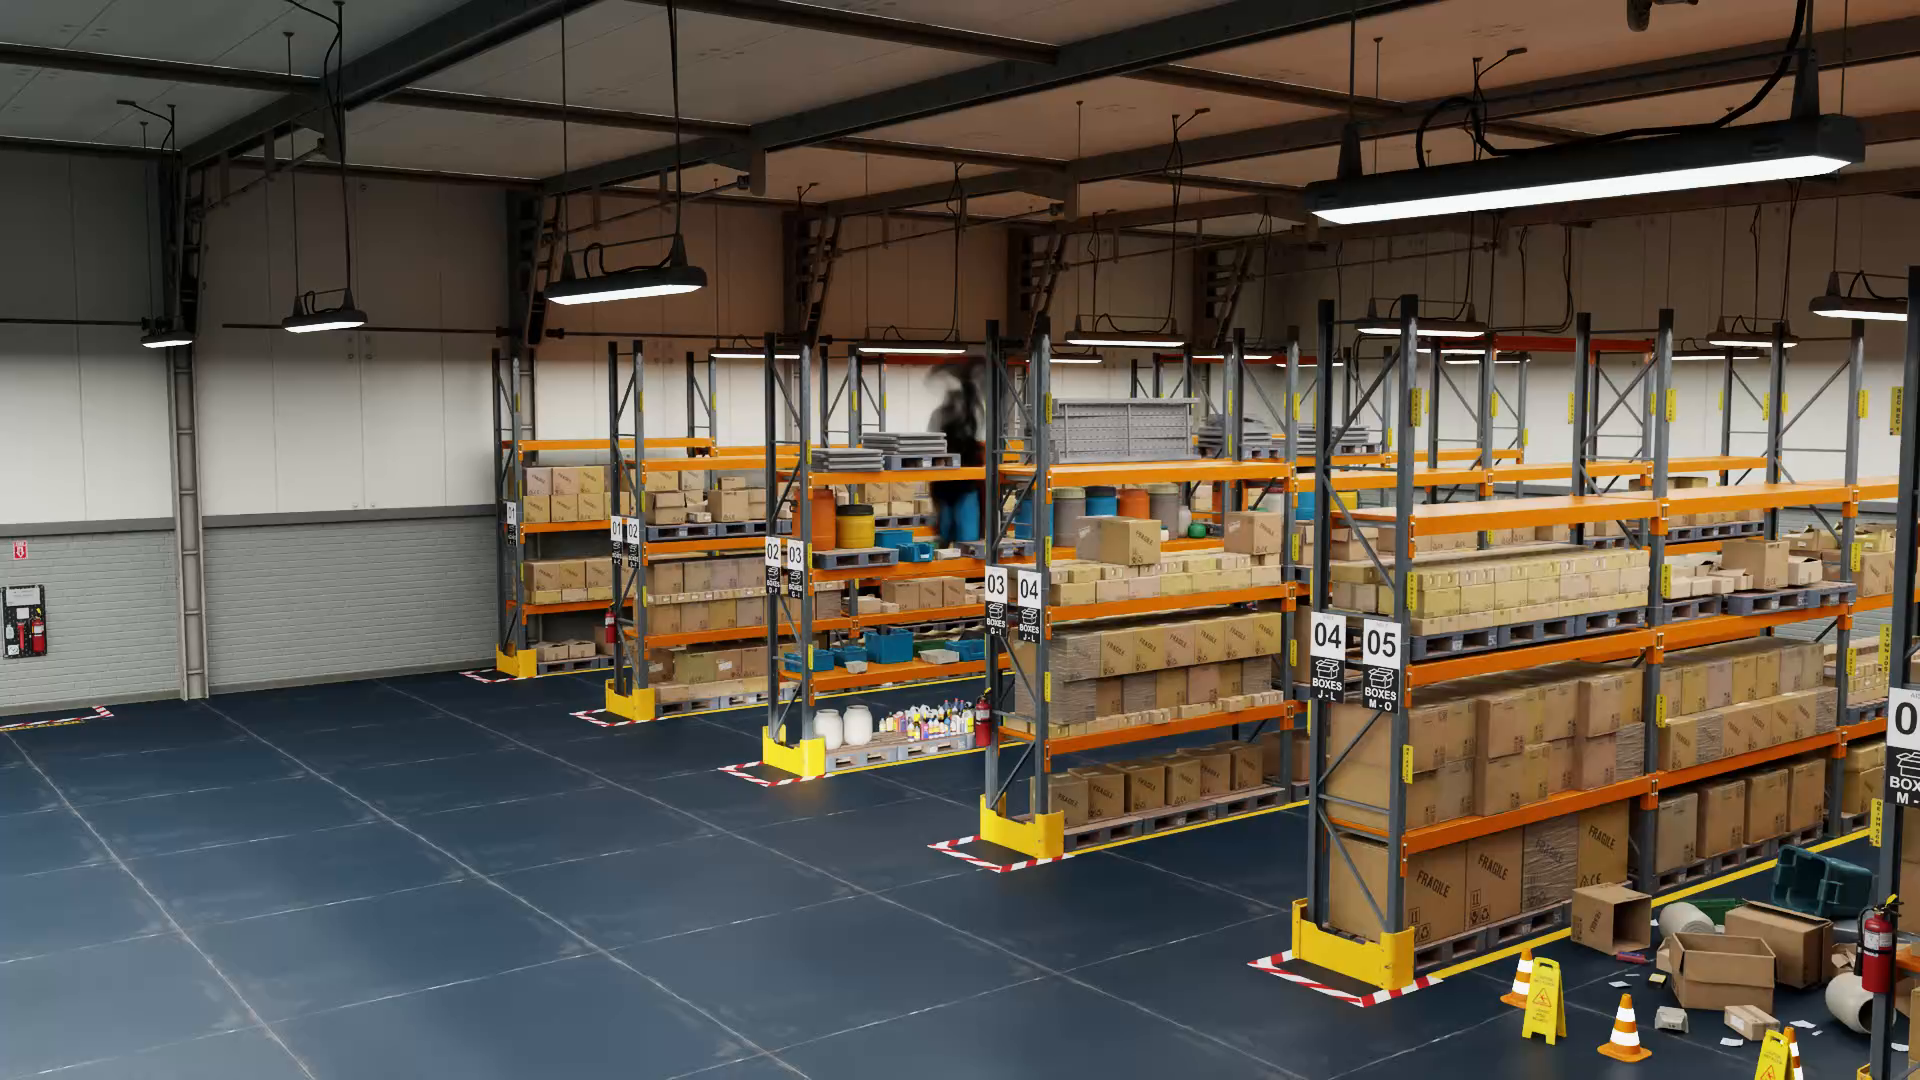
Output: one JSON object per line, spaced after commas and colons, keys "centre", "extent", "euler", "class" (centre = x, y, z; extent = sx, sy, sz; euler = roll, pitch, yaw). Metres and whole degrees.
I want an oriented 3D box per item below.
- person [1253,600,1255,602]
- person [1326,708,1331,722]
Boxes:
{"centre": [5.903, 1.558, 31.770], "extent": [0.627, 1.703, 0.936], "euler": [4, 7, 42], "class": "person"}
{"centre": [5.649, 2.097, 25.153], "extent": [0.605, 1.752, 0.682], "euler": [-5, 7, -42], "class": "person"}
